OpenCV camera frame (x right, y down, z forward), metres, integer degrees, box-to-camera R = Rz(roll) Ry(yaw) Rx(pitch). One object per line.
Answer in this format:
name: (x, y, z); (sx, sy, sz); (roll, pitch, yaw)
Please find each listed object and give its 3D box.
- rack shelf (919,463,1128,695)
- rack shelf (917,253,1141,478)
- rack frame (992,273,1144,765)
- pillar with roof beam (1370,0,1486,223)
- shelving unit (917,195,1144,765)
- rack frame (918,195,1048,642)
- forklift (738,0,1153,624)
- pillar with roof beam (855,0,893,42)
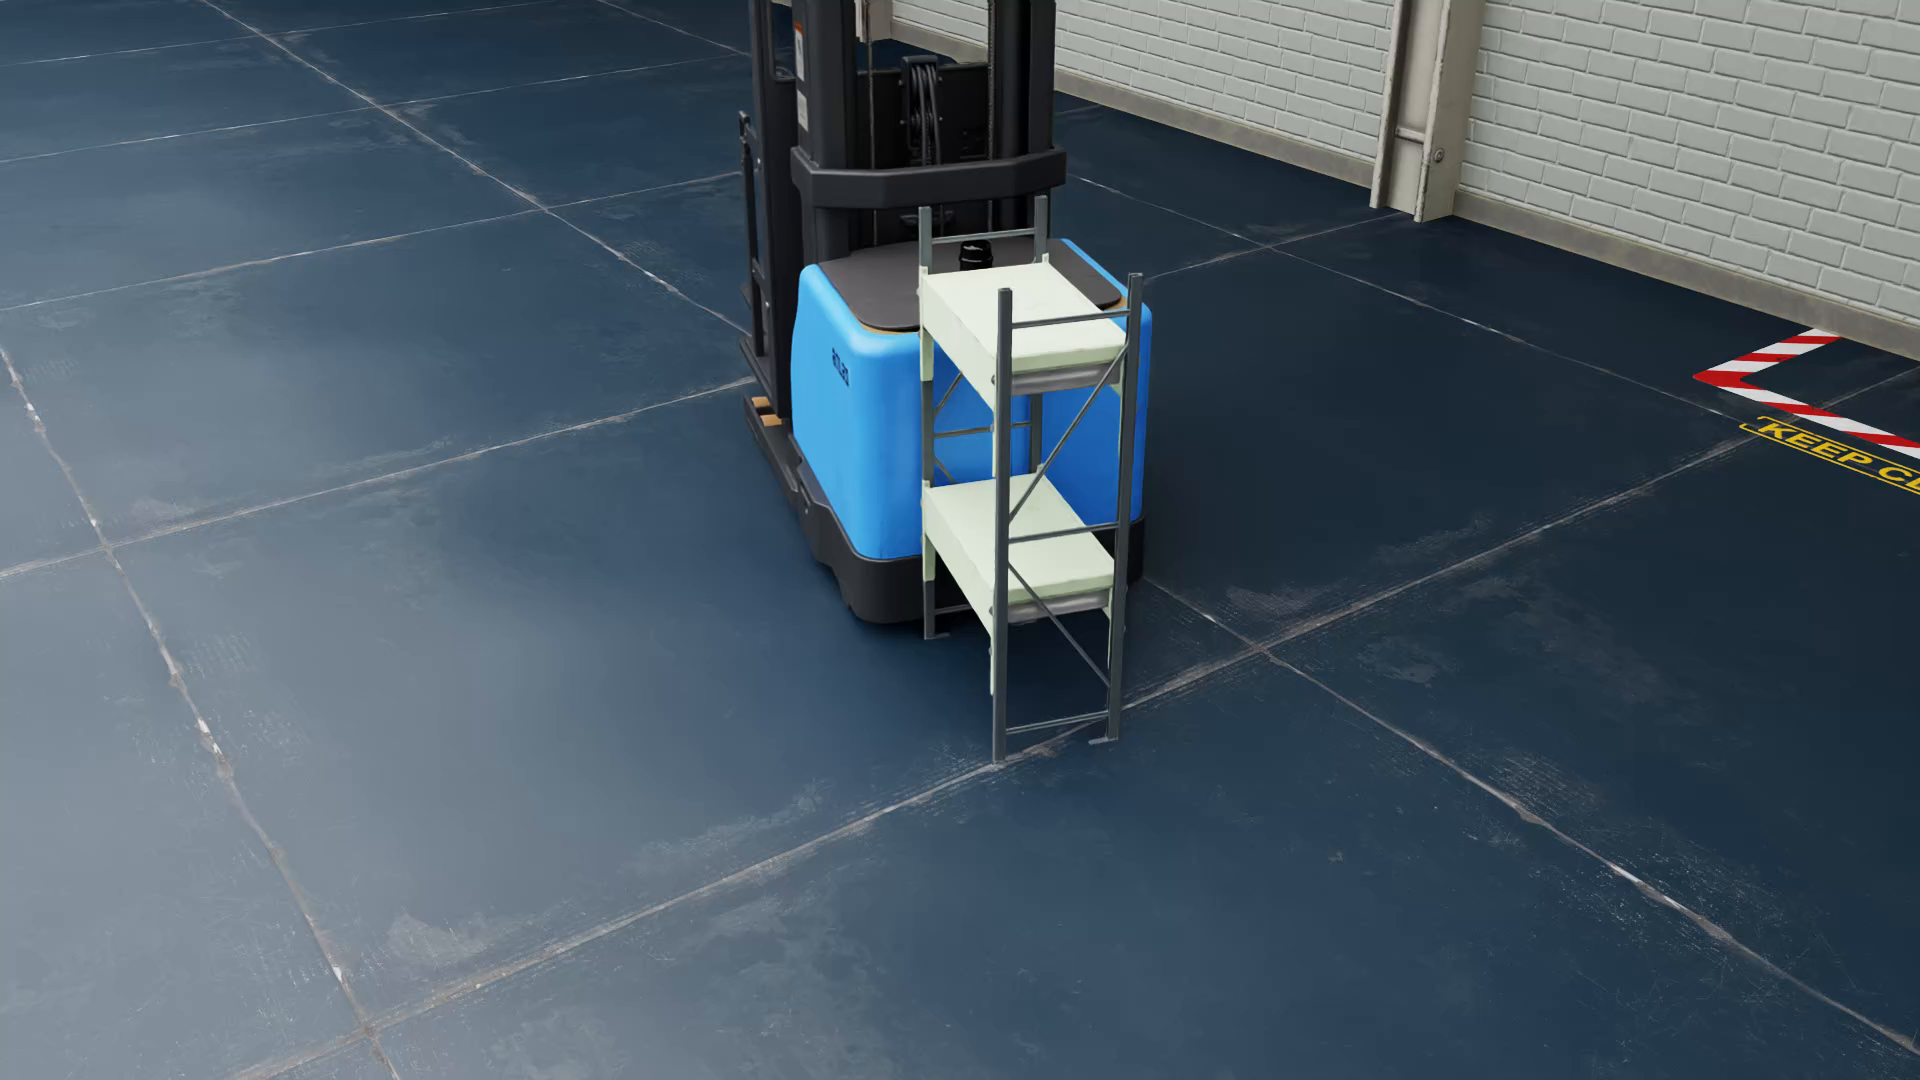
rack shelf: (0.181, 0.103, 5.171); (0.431, 0.370, 0.720); (-9, 30, -15)
rack shelf: (0.181, -0.526, 4.829); (0.431, 0.370, 0.720); (-9, 30, -15)
rack frame: (0.292, -0.016, 4.709); (0.400, 1.500, 0.023); (-9, 30, -15)
pillar with roof beam: (-0.828, -4.720, 5.513); (9.100, 9.000, 0.400); (-19, 34, -31)
shelving unit: (0.181, -0.183, 5.015); (0.431, 1.500, 0.755); (-9, 30, -15)
rack frame: (0.071, -0.350, 5.322); (0.400, 1.500, 0.023); (-9, 30, -15)
forklift: (-0.283, -1.694, 6.299); (1.130, 2.935, 3.031); (-9, 30, -15)
pillar with roof beam: (-4.309, -7.053, 9.808); (9.100, 9.000, 0.400); (-19, 34, -31)
